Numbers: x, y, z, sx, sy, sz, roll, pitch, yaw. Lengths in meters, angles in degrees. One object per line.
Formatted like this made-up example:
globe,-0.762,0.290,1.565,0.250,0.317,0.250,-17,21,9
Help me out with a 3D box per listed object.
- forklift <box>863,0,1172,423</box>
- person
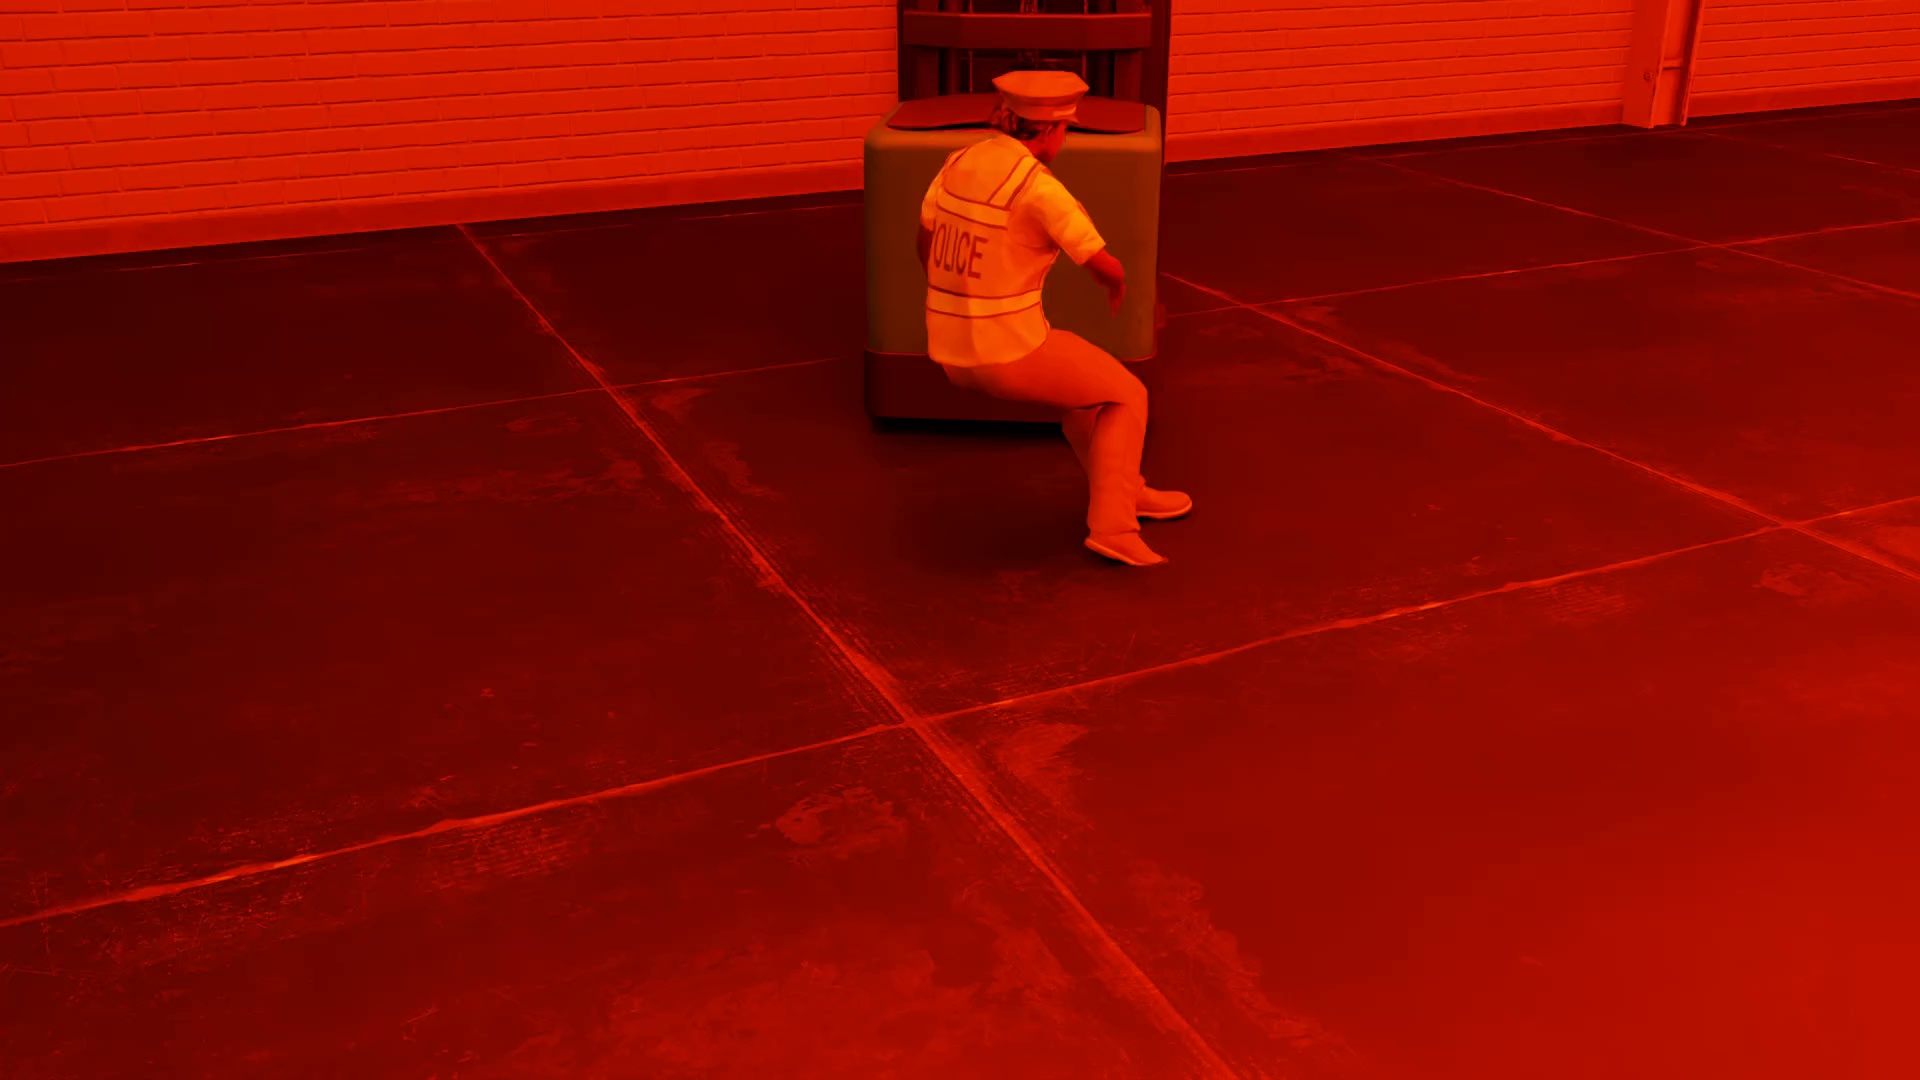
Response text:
forklift,0.319,-2.288,6.793,1.130,2.935,3.031,2,23,5
person,0.327,-0.638,4.913,0.858,1.462,0.726,-16,28,-34
